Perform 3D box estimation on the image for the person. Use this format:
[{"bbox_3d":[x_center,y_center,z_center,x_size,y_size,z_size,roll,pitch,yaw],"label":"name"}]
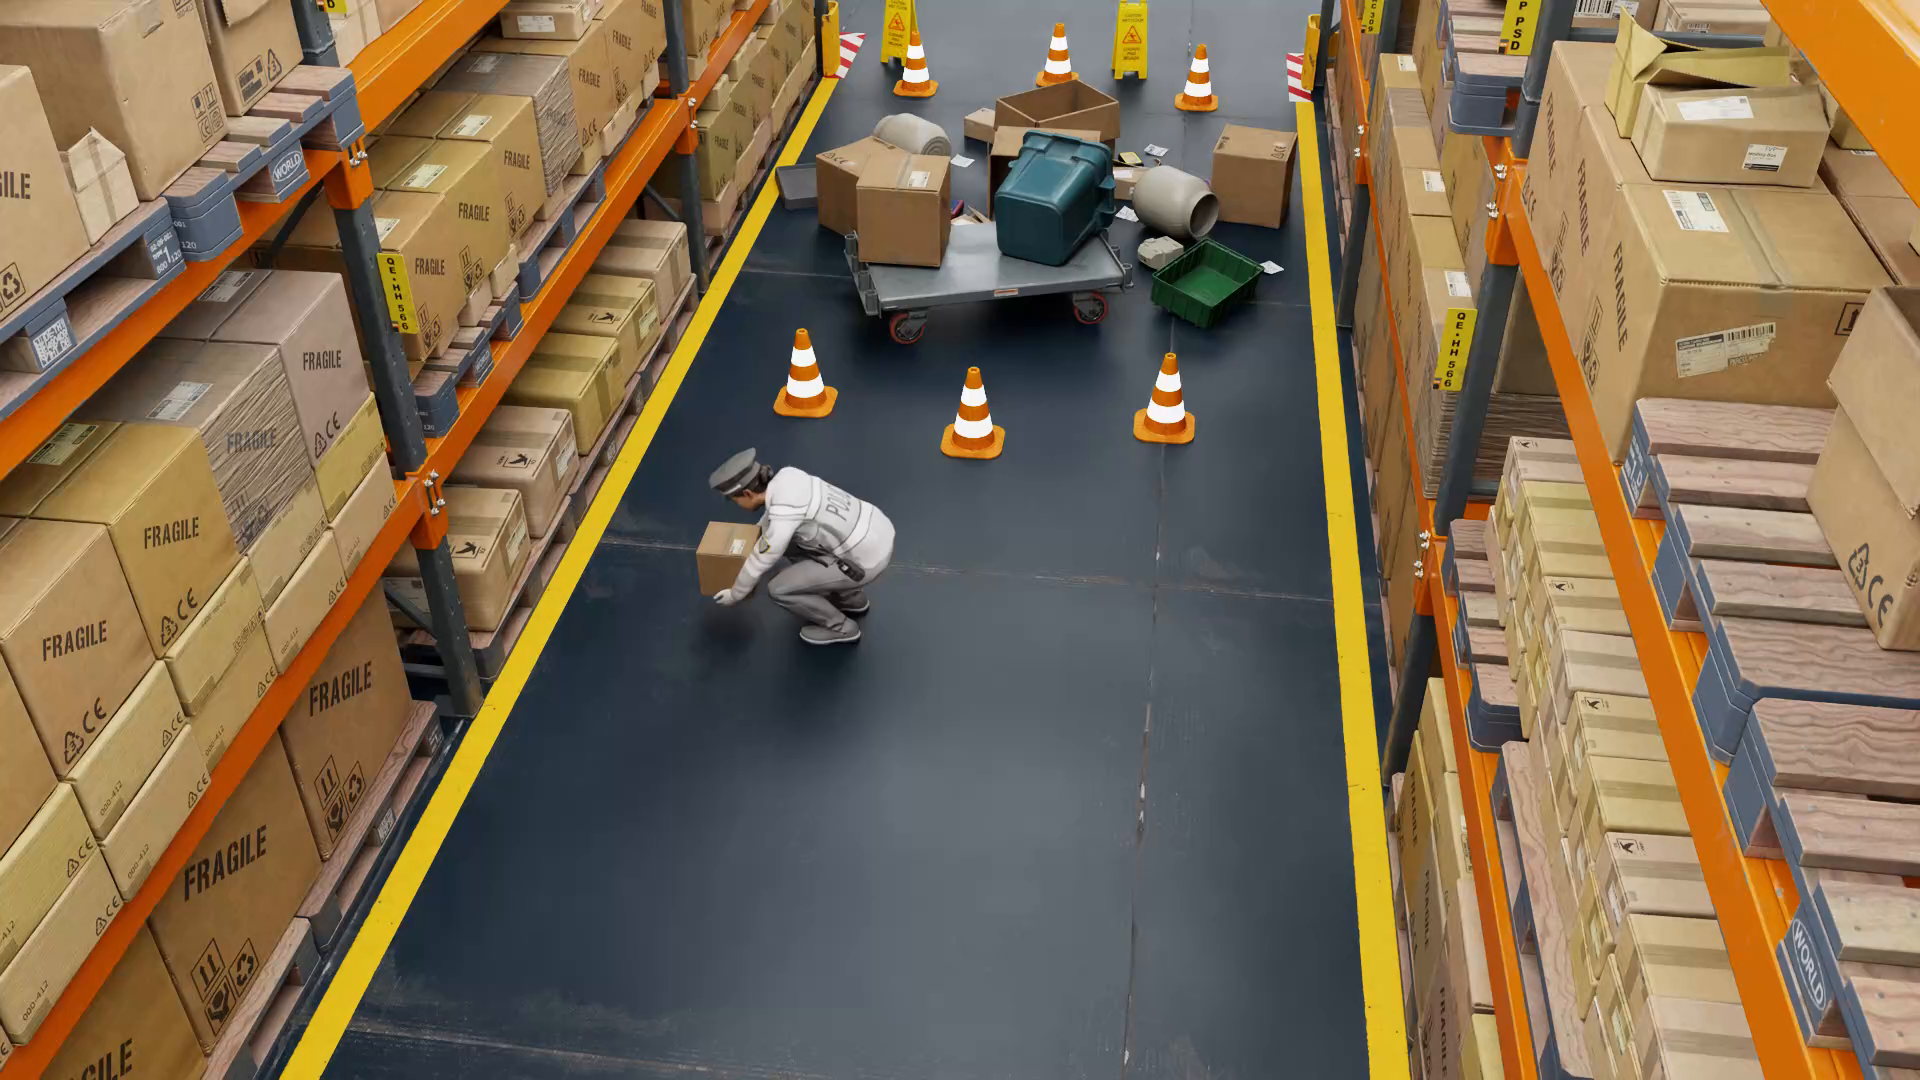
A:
[{"bbox_3d":[-0.720,0.010,7.620,0.826,0.967,0.492,4,37,6],"label":"person"}]
